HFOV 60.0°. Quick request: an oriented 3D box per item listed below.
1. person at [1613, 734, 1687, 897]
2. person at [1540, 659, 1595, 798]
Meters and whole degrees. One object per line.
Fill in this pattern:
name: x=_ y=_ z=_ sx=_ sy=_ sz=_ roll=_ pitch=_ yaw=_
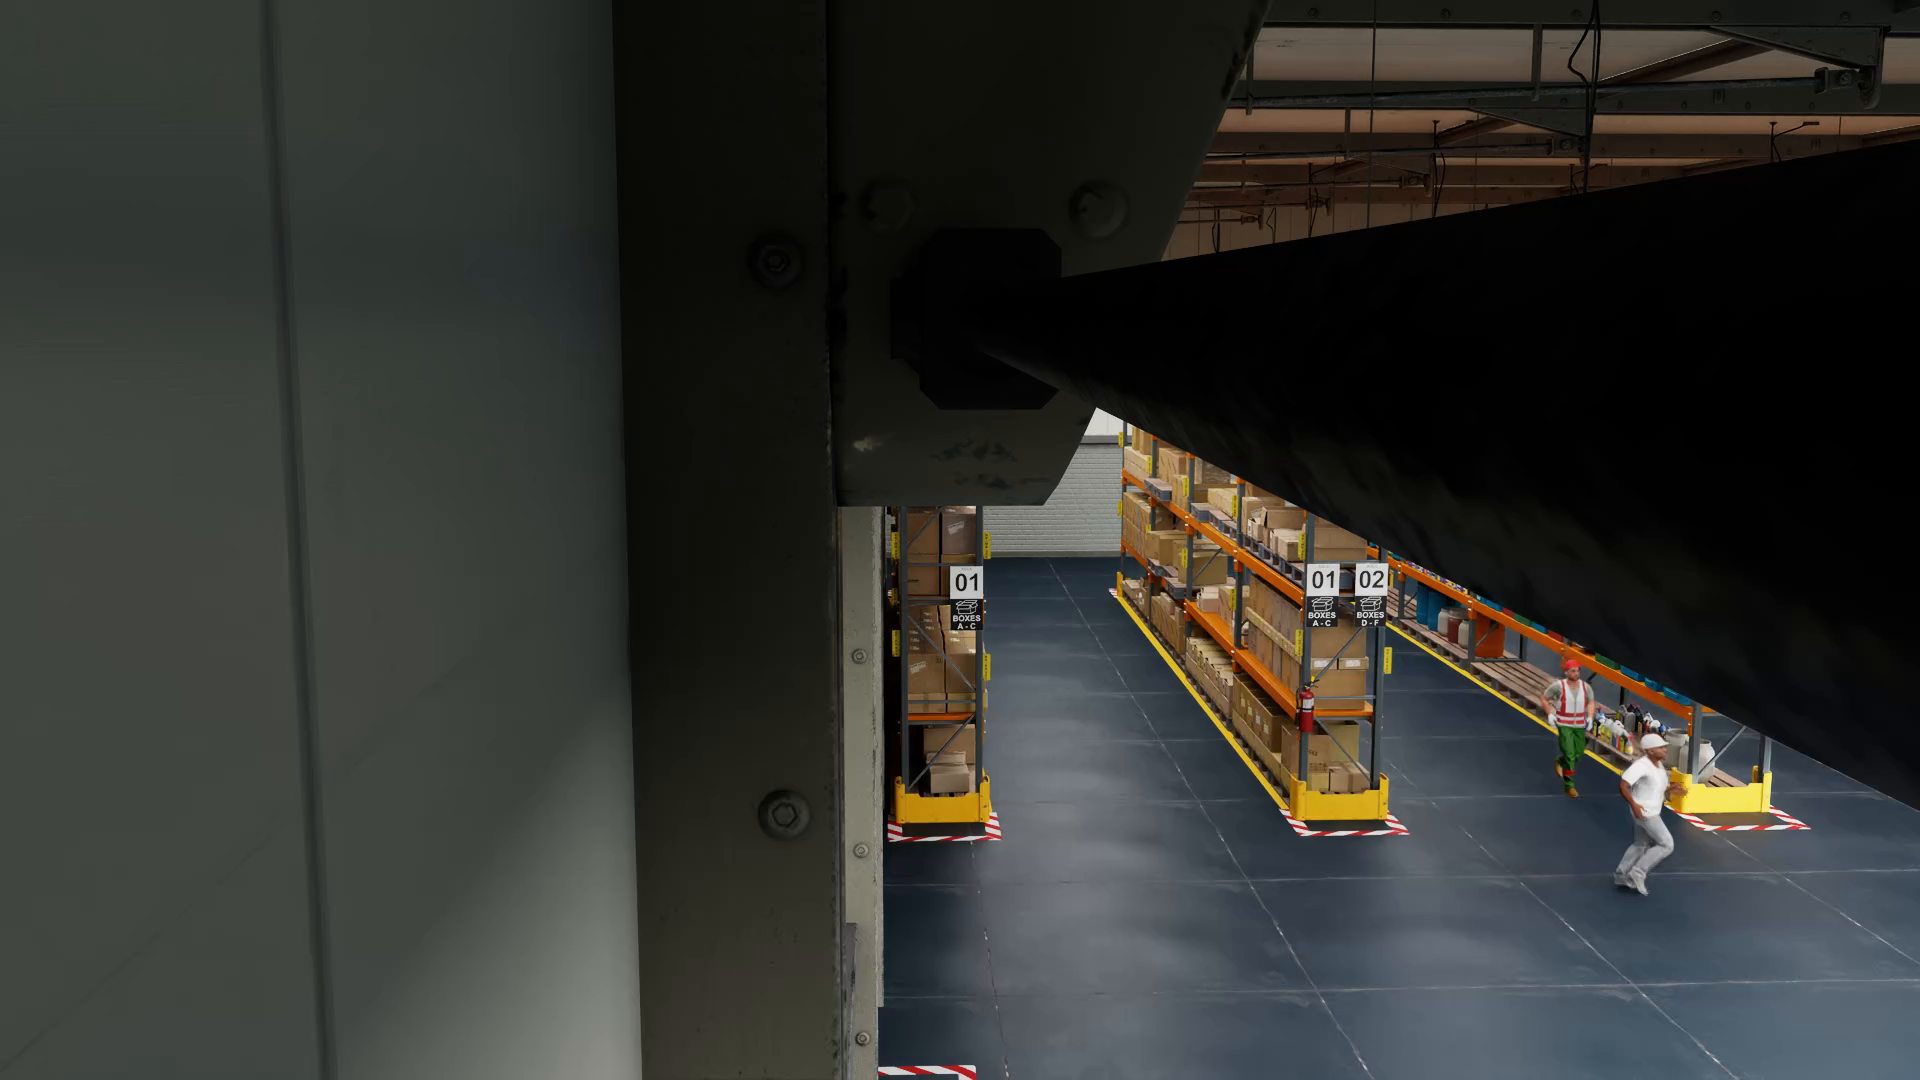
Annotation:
person: x=7.471 y=2.958 z=17.982 sx=0.679 sy=1.766 sz=0.668 roll=4 pitch=9 yaw=28
person: x=7.949 y=2.416 z=21.769 sx=0.676 sy=1.762 sz=0.801 roll=0 pitch=8 yaw=-3
